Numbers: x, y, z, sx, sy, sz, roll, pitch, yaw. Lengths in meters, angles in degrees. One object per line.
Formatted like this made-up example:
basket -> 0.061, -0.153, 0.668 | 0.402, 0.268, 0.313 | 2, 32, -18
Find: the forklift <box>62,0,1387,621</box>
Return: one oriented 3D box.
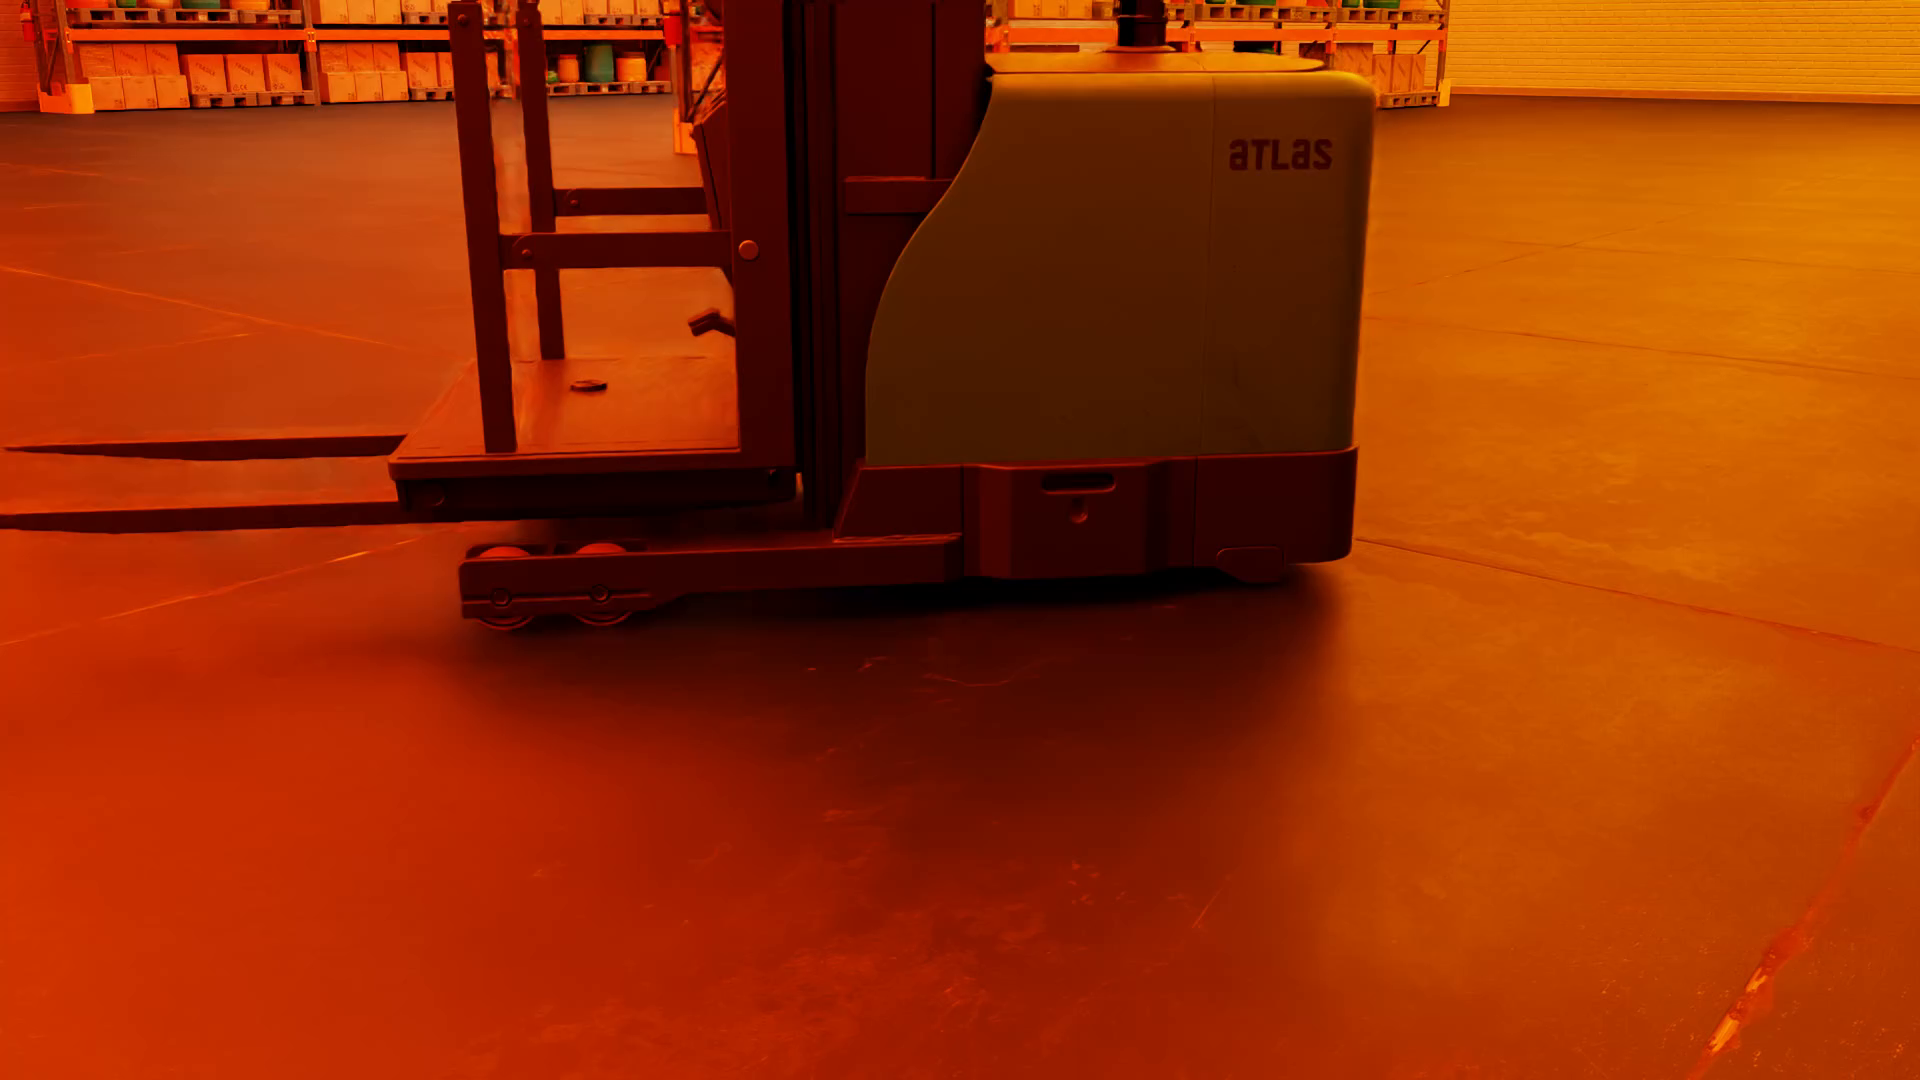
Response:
forklift -> -0.598, -1.438, 3.633 | 3.031, 2.935, 1.130 | 3, 17, 11
